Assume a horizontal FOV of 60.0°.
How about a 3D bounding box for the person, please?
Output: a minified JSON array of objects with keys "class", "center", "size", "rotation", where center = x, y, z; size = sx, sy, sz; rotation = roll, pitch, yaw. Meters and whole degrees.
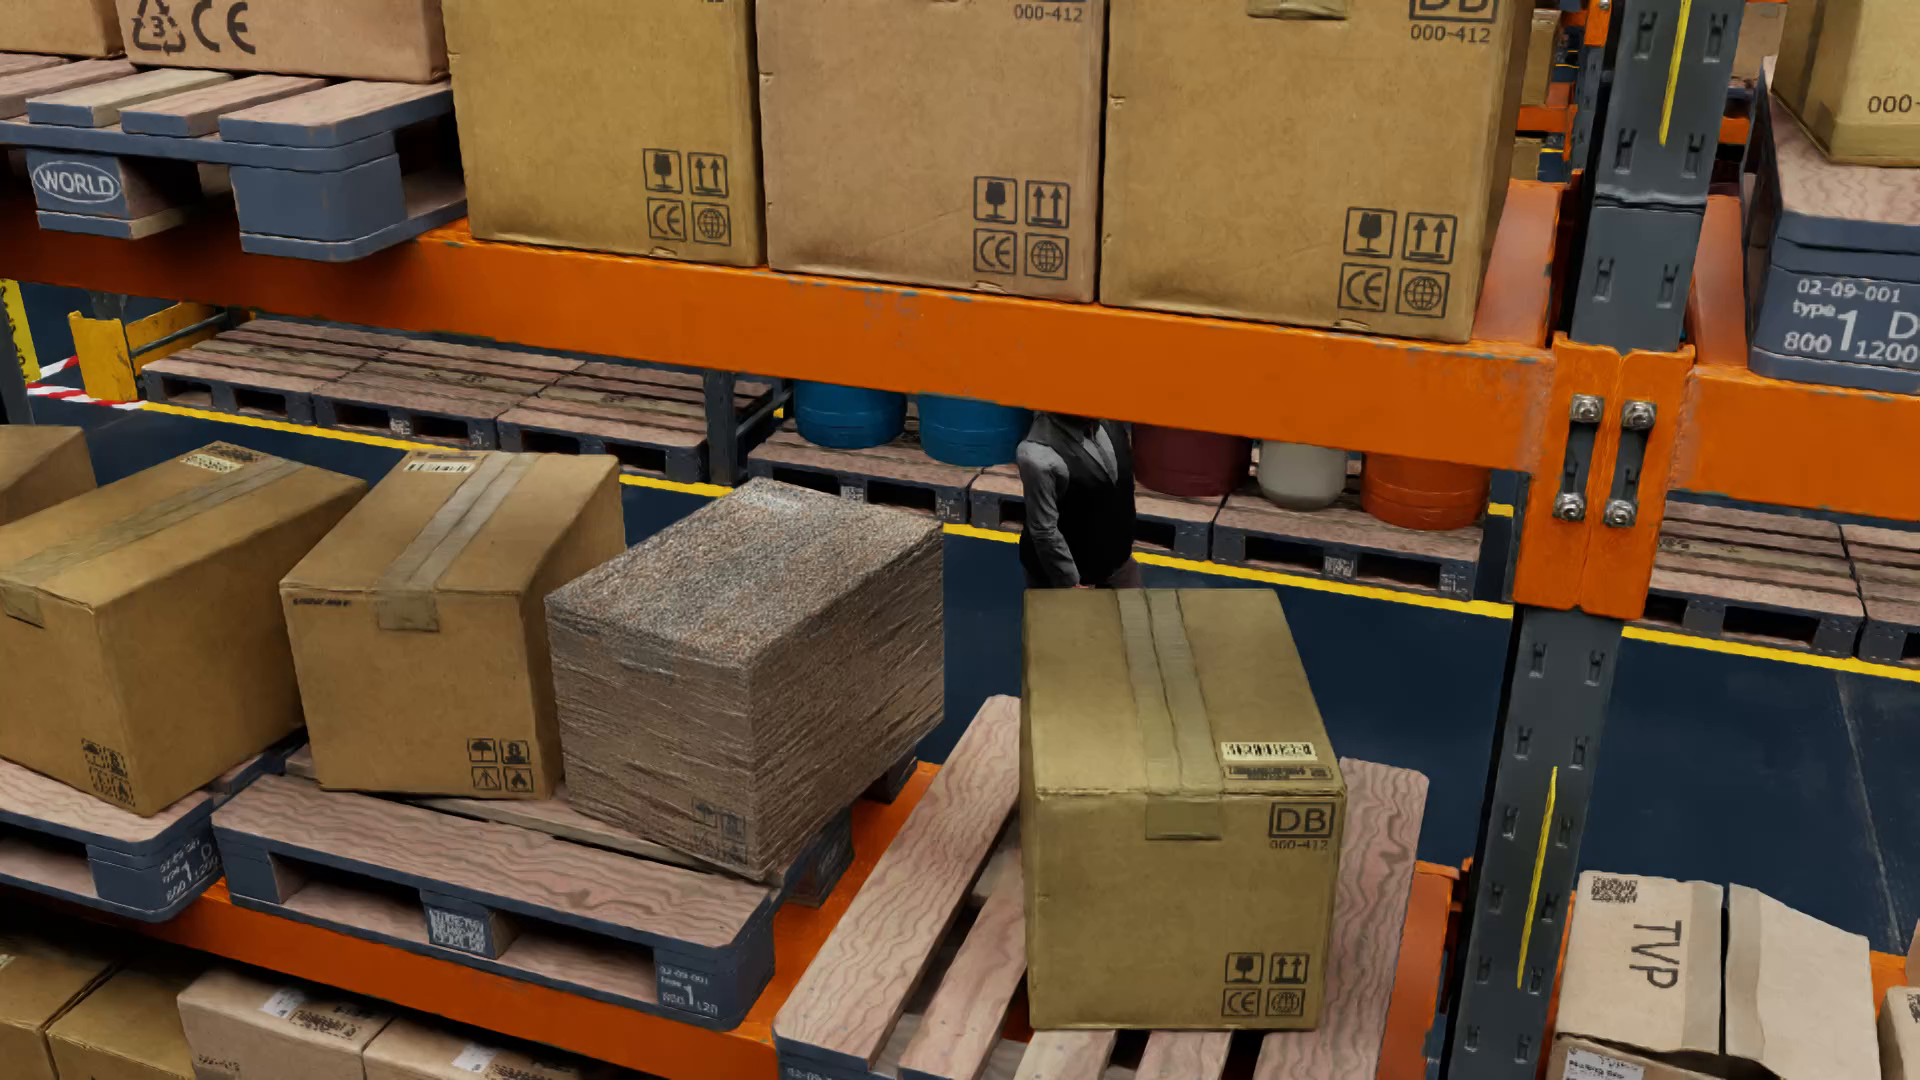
[{"class":"person","center":[0.412,0.082,5.955],"size":[0.502,1.699,0.629],"rotation":[20,32,35]}]
